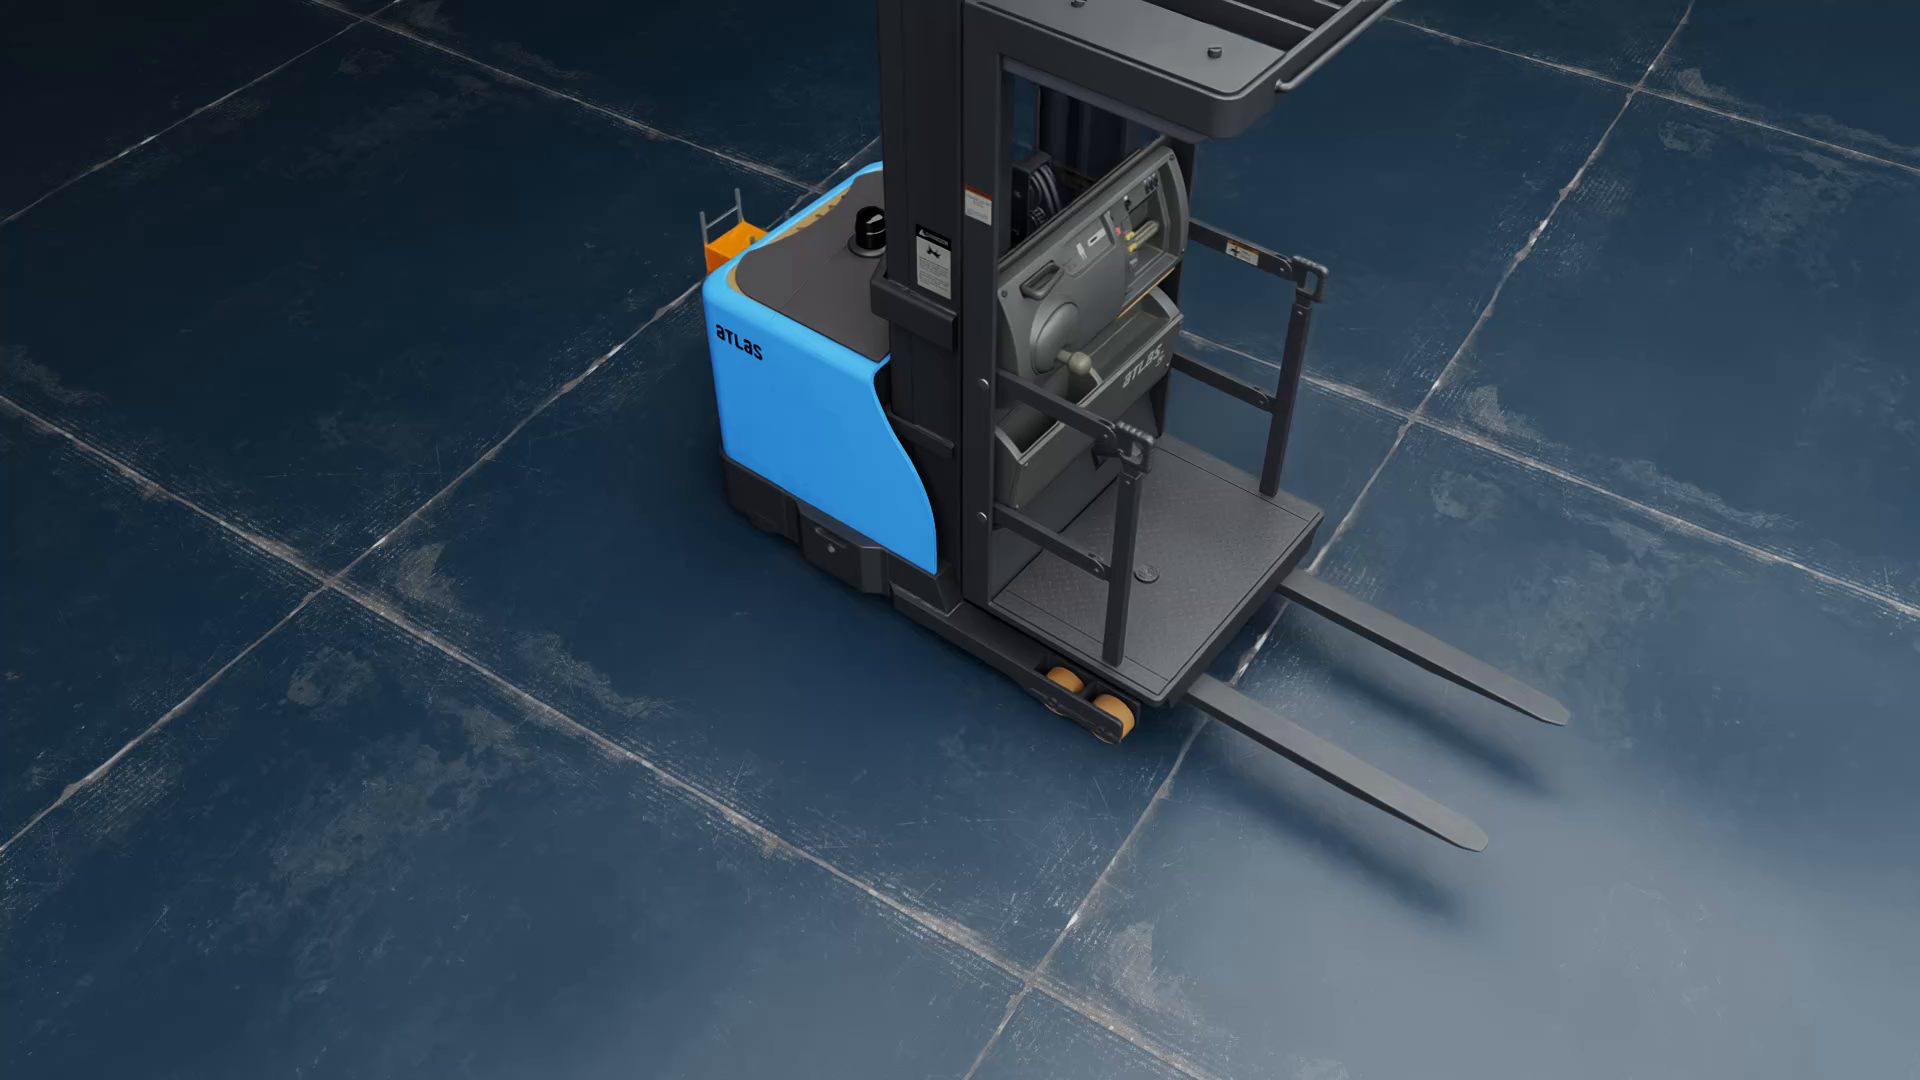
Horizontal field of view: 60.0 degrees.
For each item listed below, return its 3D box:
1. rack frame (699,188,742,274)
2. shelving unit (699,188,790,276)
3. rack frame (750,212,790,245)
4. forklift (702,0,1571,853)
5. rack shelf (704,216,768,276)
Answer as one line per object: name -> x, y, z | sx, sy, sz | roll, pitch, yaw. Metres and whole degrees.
rack frame -> -0.864, -0.853, 6.347 | 0.008, 1.050, 0.200 | 29, 52, 25
shelving unit -> -0.767, -0.800, 6.295 | 0.252, 1.050, 0.215 | 29, 52, 25
rack frame -> -0.671, -0.746, 6.243 | 0.008, 1.050, 0.200 | 29, 52, 25
forklift -> 0.583, -0.776, 4.960 | 3.031, 2.935, 1.130 | 29, 52, 25
rack shelf -> -0.767, -0.990, 6.099 | 0.240, 0.259, 0.215 | 29, 52, 25
